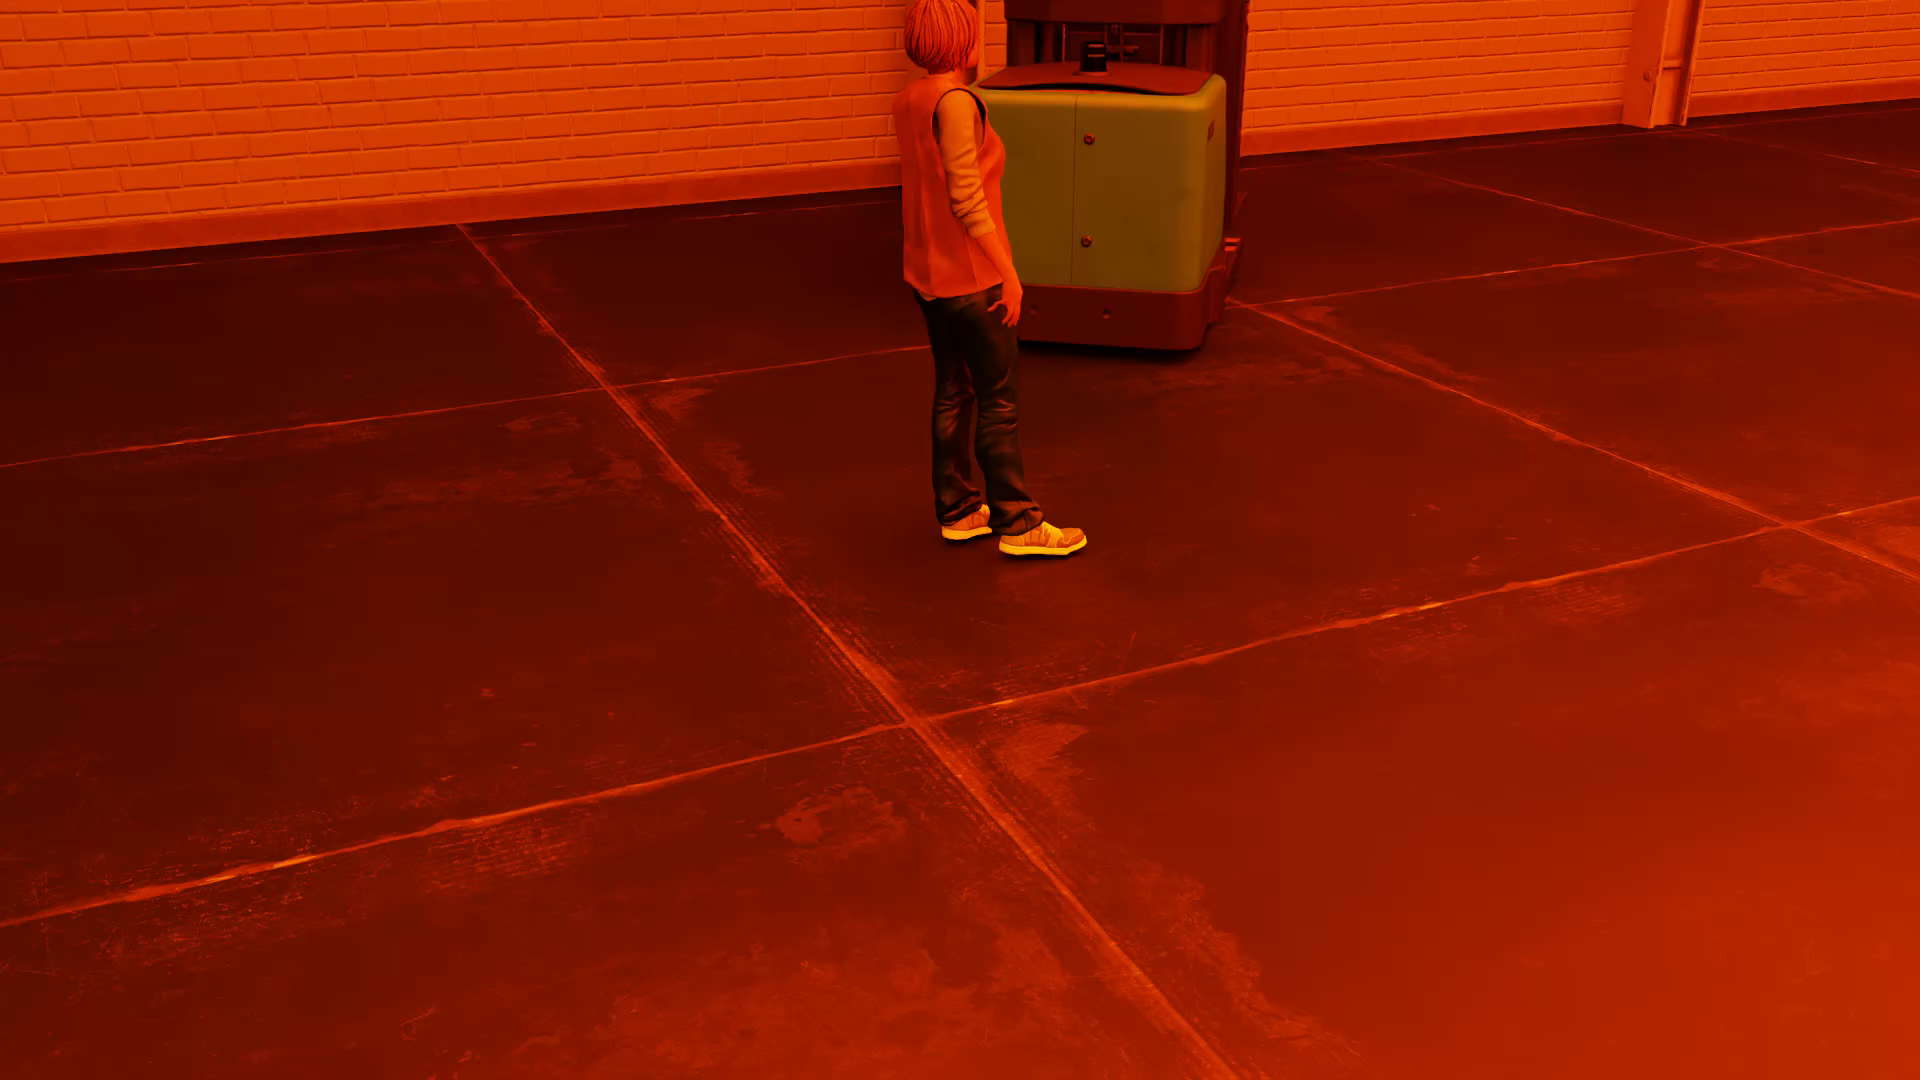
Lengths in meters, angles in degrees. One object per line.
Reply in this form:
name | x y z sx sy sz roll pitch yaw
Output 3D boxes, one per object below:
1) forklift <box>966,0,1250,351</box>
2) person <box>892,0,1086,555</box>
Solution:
forklift | 0.813 -2.662 7.694 1.130 2.935 3.031 5 23 13
person | 0.074 -0.752 4.815 0.473 1.599 0.520 -10 25 -23
